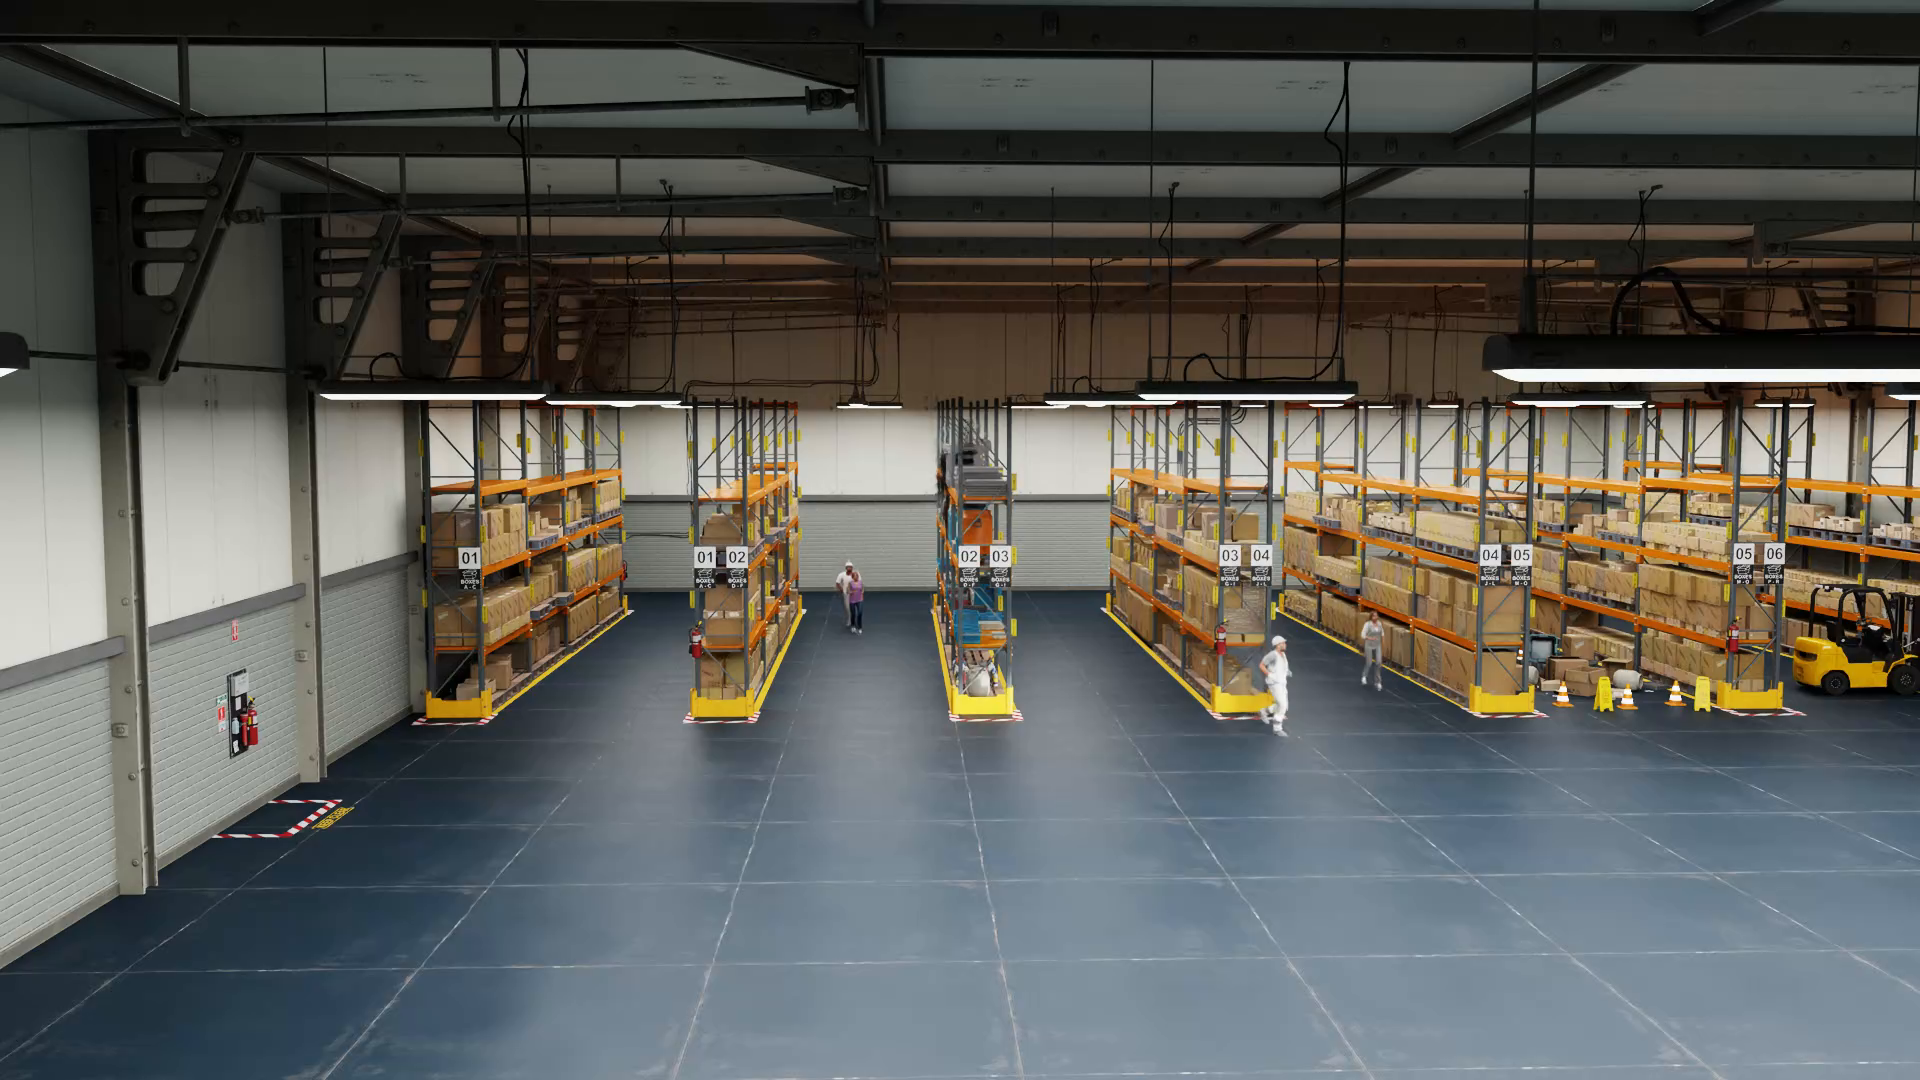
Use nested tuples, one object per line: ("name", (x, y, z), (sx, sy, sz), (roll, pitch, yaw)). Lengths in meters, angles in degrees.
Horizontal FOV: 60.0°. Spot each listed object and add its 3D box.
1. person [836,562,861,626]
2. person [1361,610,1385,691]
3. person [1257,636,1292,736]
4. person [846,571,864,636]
("person", (-2.942, 1.444, 44.138), (0.706, 1.724, 0.567), (-1, 4, -9))
("person", (8.548, 2.269, 34.439), (0.557, 1.619, 0.758), (-1, 4, -8))
("person", (5.659, 2.583, 29.757), (0.785, 1.733, 0.692), (4, 6, 41))
("person", (-2.681, 1.623, 42.696), (0.522, 1.639, 0.700), (-1, 5, -14))
